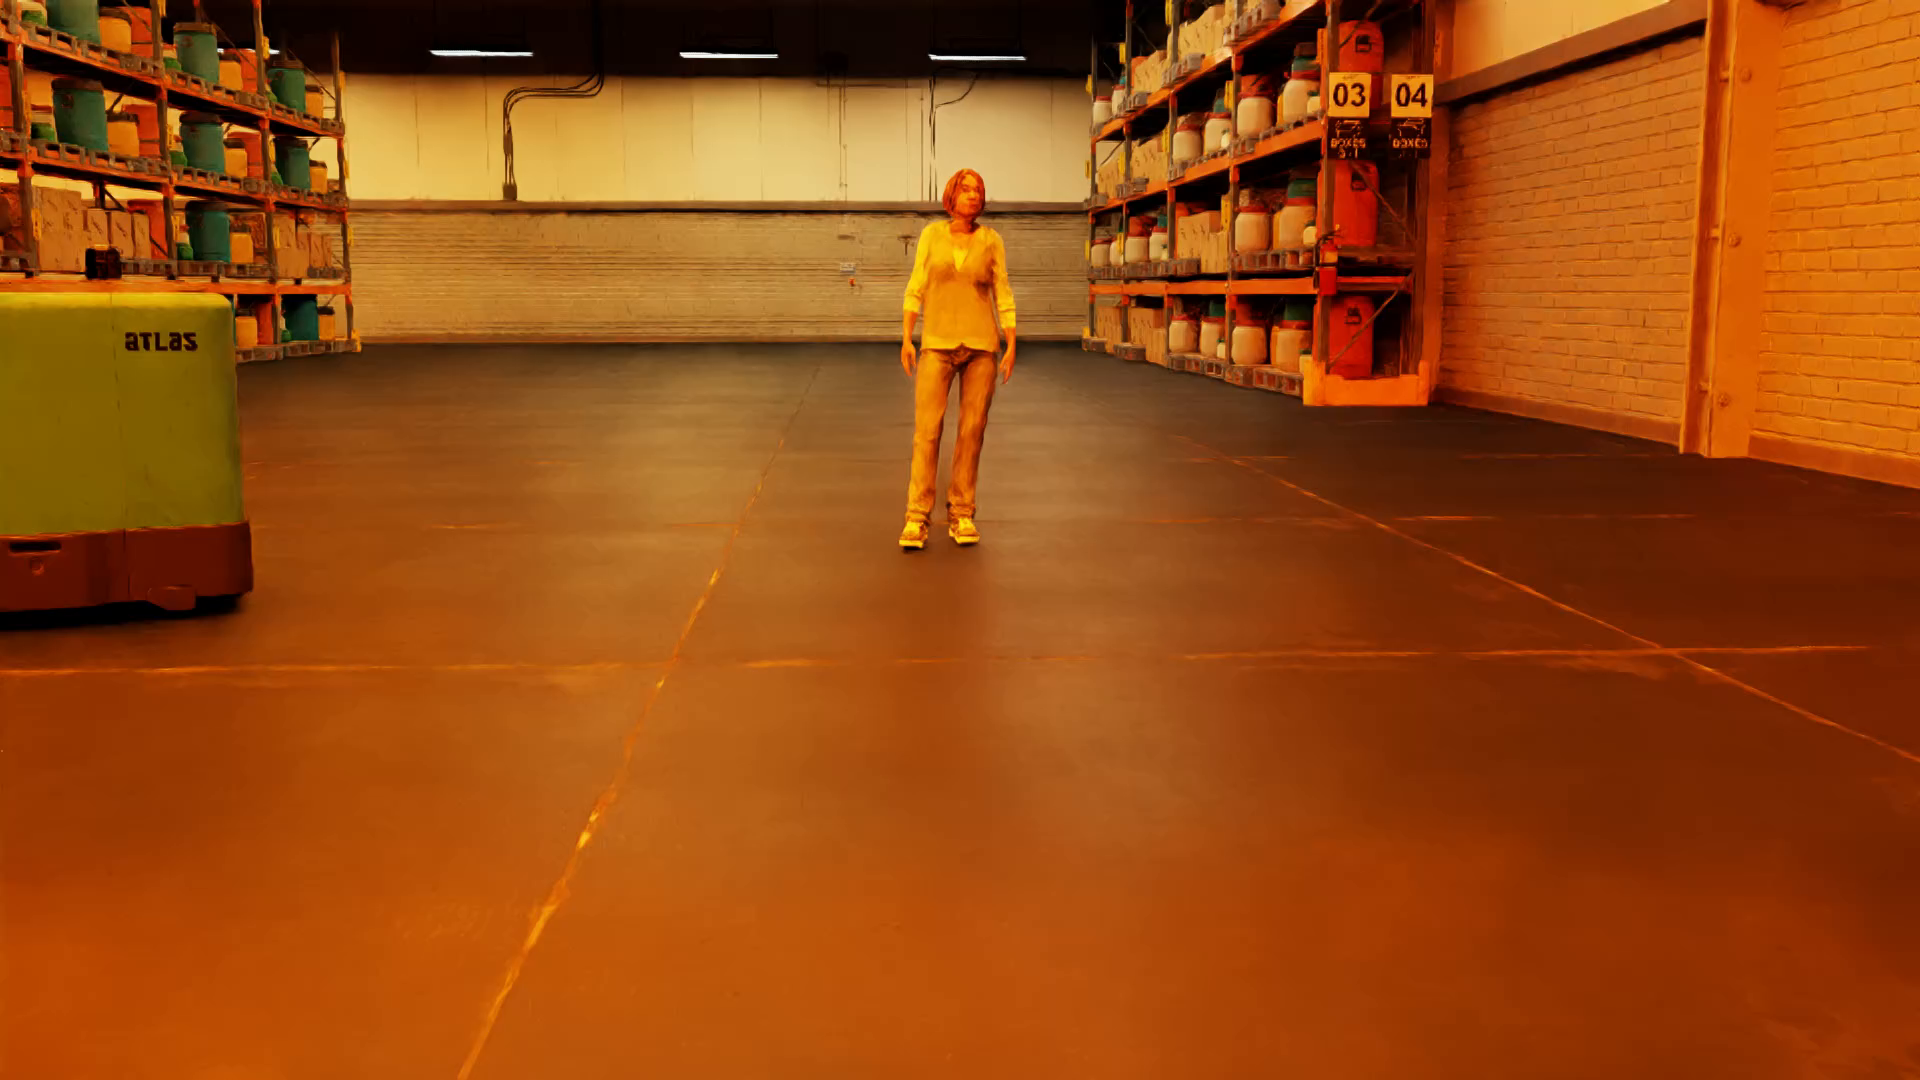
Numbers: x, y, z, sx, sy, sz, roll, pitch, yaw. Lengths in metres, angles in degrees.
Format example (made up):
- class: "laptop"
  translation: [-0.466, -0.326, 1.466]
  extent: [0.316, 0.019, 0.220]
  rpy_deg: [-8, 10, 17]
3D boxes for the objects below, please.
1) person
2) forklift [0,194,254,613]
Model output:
- class: "person"
  translation: [-0.009, -0.786, 7.118]
  extent: [0.521, 1.597, 0.474]
  rpy_deg: [-1, 8, -4]
- class: "forklift"
  translation: [-3.973, -1.174, 5.239]
  extent: [3.031, 2.935, 1.130]
  rpy_deg: [-4, 9, -25]
